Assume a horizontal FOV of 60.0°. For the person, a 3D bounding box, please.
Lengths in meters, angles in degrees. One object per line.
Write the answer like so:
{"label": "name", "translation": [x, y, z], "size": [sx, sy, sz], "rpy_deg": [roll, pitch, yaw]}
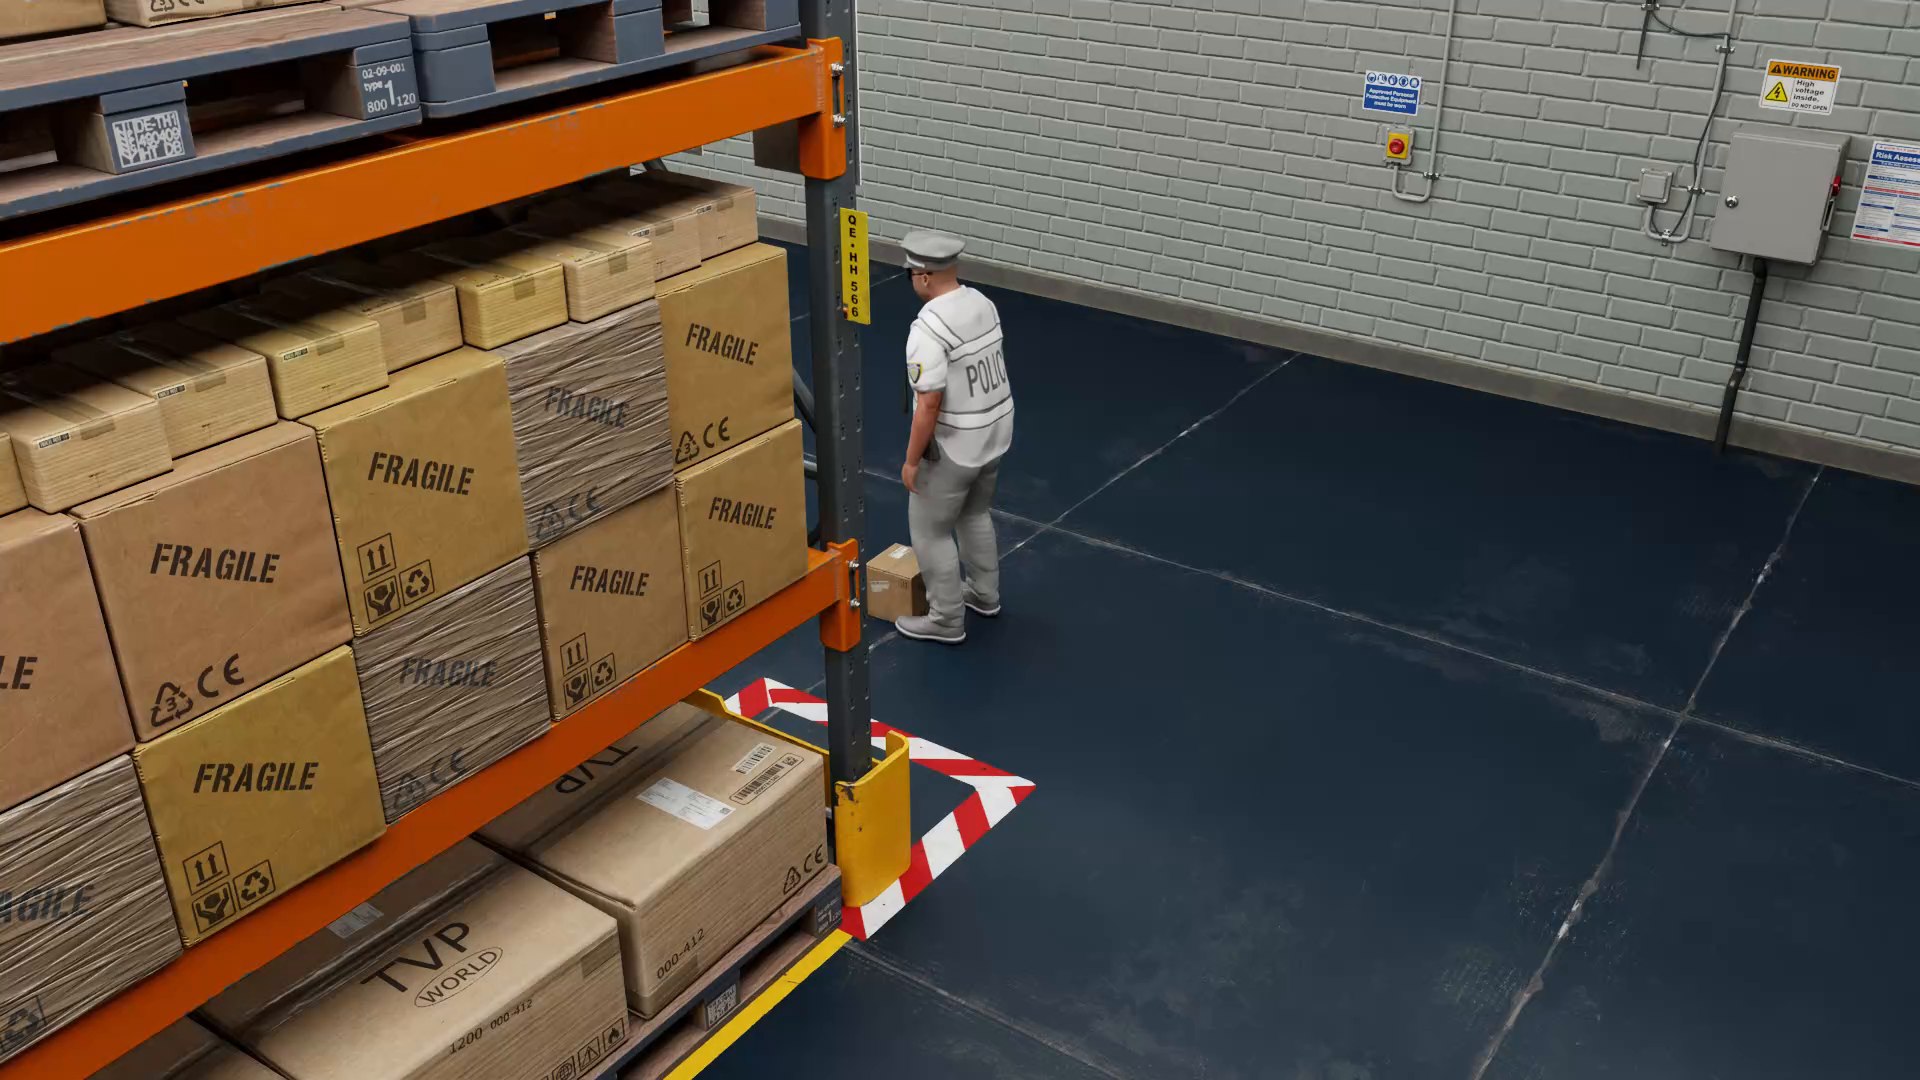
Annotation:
{"label": "person", "translation": [-0.020, -0.404, 6.909], "size": [0.435, 1.748, 0.590], "rpy_deg": [17, 31, 30]}
